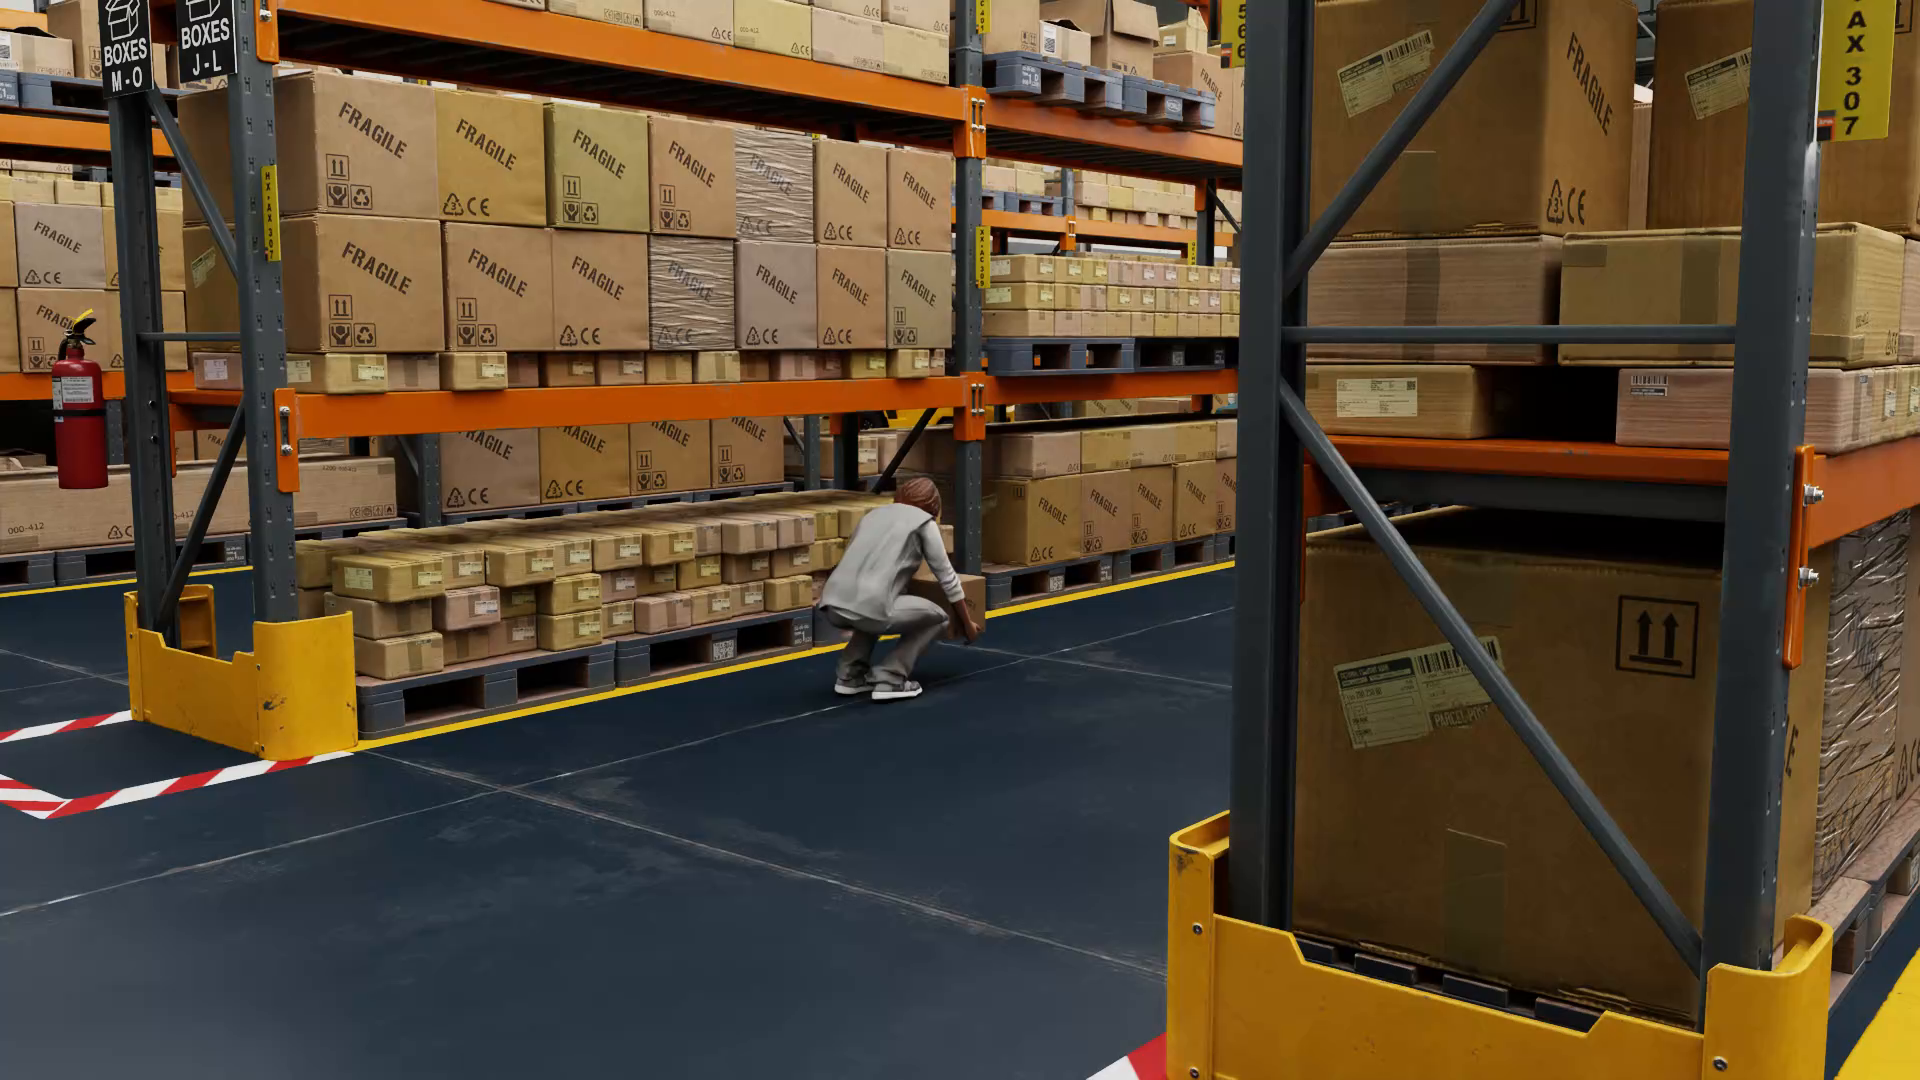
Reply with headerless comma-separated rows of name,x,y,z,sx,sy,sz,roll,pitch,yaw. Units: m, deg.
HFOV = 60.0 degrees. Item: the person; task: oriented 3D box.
person,-0.271,0.209,7.120,0.427,0.892,0.828,5,9,37
